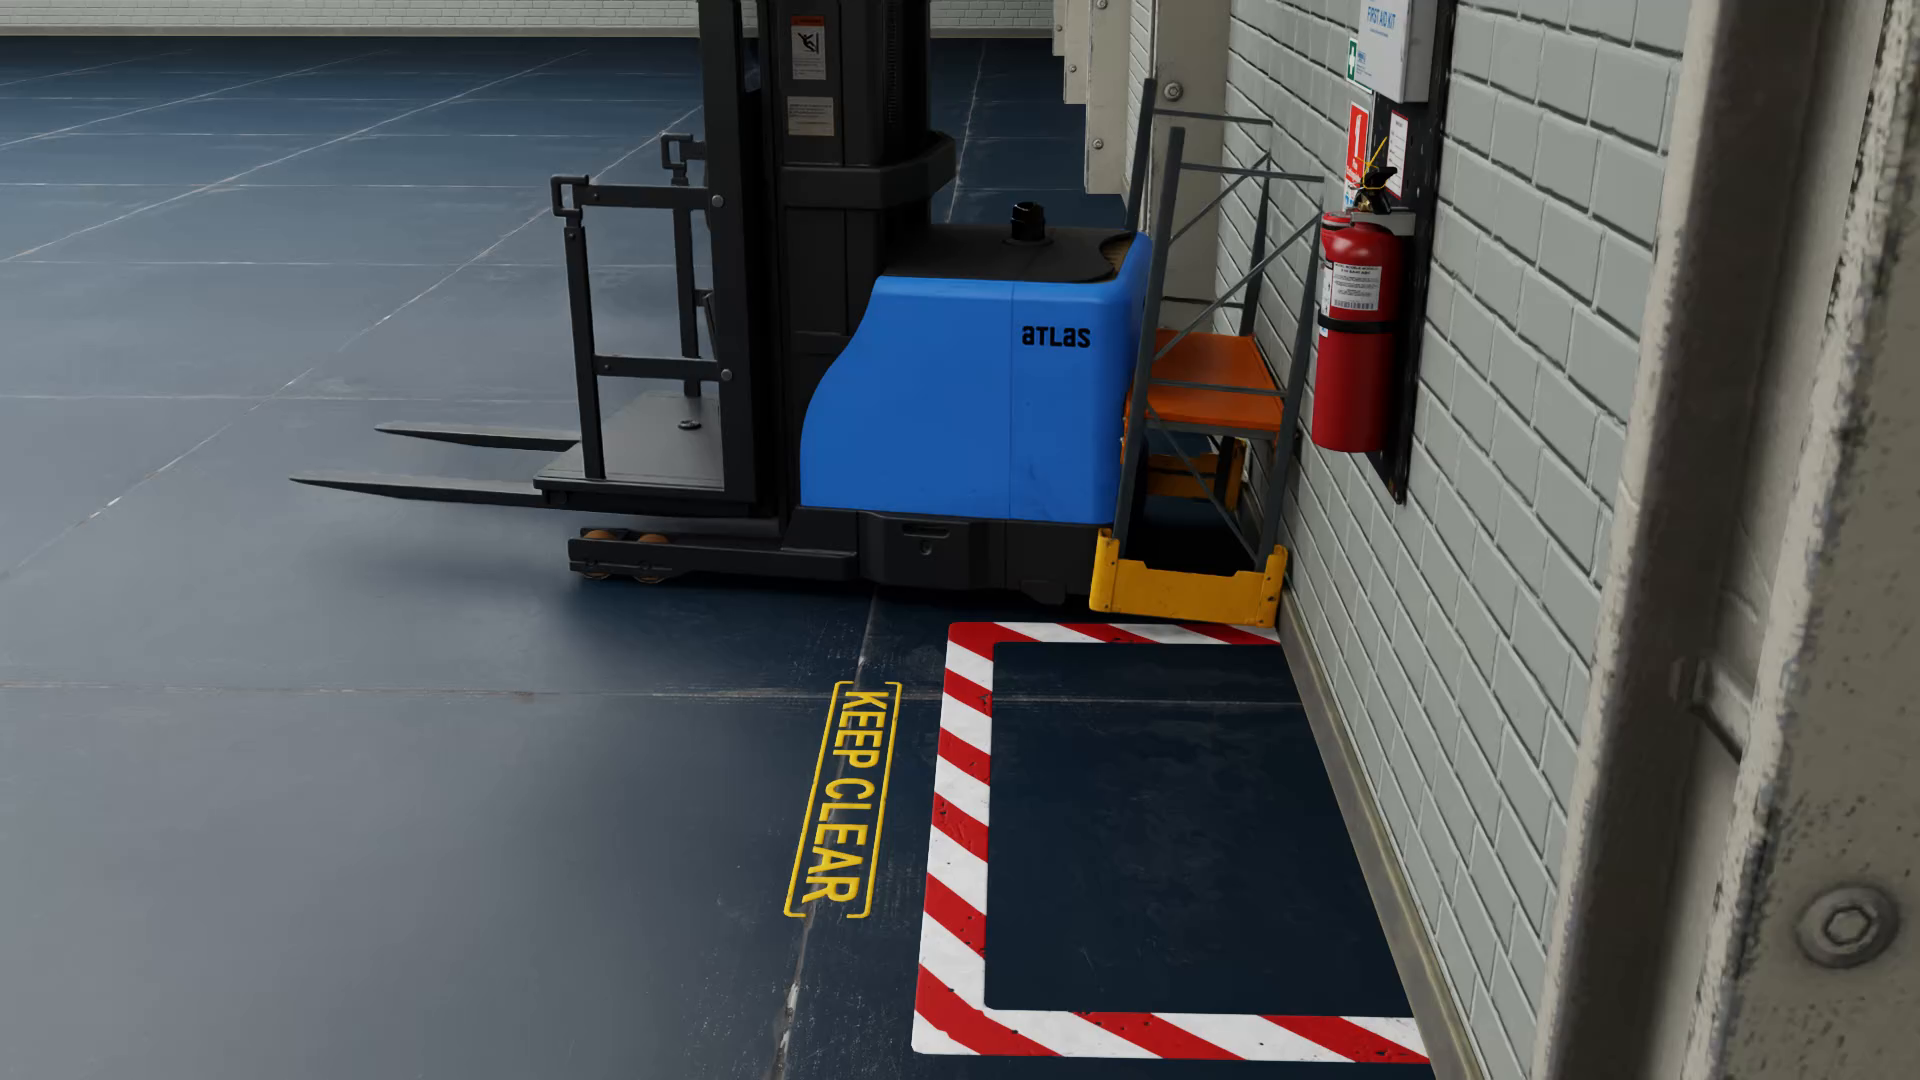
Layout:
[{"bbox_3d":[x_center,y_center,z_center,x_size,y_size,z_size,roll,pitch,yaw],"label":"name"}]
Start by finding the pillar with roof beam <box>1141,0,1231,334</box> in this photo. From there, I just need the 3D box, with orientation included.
[{"bbox_3d":[-3.338,-4.855,6.102,9.100,9.000,0.400,1,21,2],"label":"pillar with roof beam"}]

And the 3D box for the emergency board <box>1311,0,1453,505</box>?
[{"bbox_3d":[0.896,-0.735,3.776,0.194,1.169,0.643,1,21,2],"label":"emergency board"}]

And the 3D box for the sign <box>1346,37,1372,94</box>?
[{"bbox_3d":[1.007,-1.196,4.182,0.001,0.109,0.331,1,21,2],"label":"sign"}]

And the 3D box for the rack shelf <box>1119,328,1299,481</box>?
[{"bbox_3d":[0.771,-0.486,5.515,0.538,0.185,1.000,6,23,0],"label":"rack shelf"}]

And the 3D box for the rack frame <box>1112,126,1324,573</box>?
[{"bbox_3d":[0.771,-0.452,4.977,0.500,1.500,0.032,6,23,0],"label":"rack frame"}]

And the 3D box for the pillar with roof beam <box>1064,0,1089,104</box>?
[{"bbox_3d":[-2.973,-9.194,17.285,9.100,9.000,0.400,1,21,2],"label":"pillar with roof beam"}]

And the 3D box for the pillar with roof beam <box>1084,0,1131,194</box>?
[{"bbox_3d":[-3.155,-7.025,11.694,9.100,9.000,0.400,1,21,2],"label":"pillar with roof beam"}]

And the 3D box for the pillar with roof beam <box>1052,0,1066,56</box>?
[{"bbox_3d":[-2.790,-11.364,22.876,9.100,9.000,0.400,1,21,2],"label":"pillar with roof beam"}]

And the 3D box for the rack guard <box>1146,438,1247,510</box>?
[{"bbox_3d":[0.745,-0.269,6.139,0.587,0.250,0.087,6,23,0],"label":"rack guard"}]

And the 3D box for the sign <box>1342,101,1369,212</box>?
[{"bbox_3d":[1.016,-0.950,4.282,0.001,0.329,0.234,1,21,2],"label":"sign"}]

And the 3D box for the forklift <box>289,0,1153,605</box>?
[{"bbox_3d":[-0.872,-1.400,5.584,3.031,2.935,1.130,4,22,10],"label":"forklift"}]

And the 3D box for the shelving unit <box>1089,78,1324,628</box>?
[{"bbox_3d":[0.787,-0.647,5.436,0.587,1.500,1.083,6,23,0],"label":"shelving unit"}]

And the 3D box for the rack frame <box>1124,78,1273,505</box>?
[{"bbox_3d":[0.803,-0.849,5.913,0.500,1.500,0.032,6,23,0],"label":"rack frame"}]

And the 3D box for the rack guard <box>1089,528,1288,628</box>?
[{"bbox_3d":[0.713,0.120,5.222,0.587,0.250,0.087,6,23,0],"label":"rack guard"}]
